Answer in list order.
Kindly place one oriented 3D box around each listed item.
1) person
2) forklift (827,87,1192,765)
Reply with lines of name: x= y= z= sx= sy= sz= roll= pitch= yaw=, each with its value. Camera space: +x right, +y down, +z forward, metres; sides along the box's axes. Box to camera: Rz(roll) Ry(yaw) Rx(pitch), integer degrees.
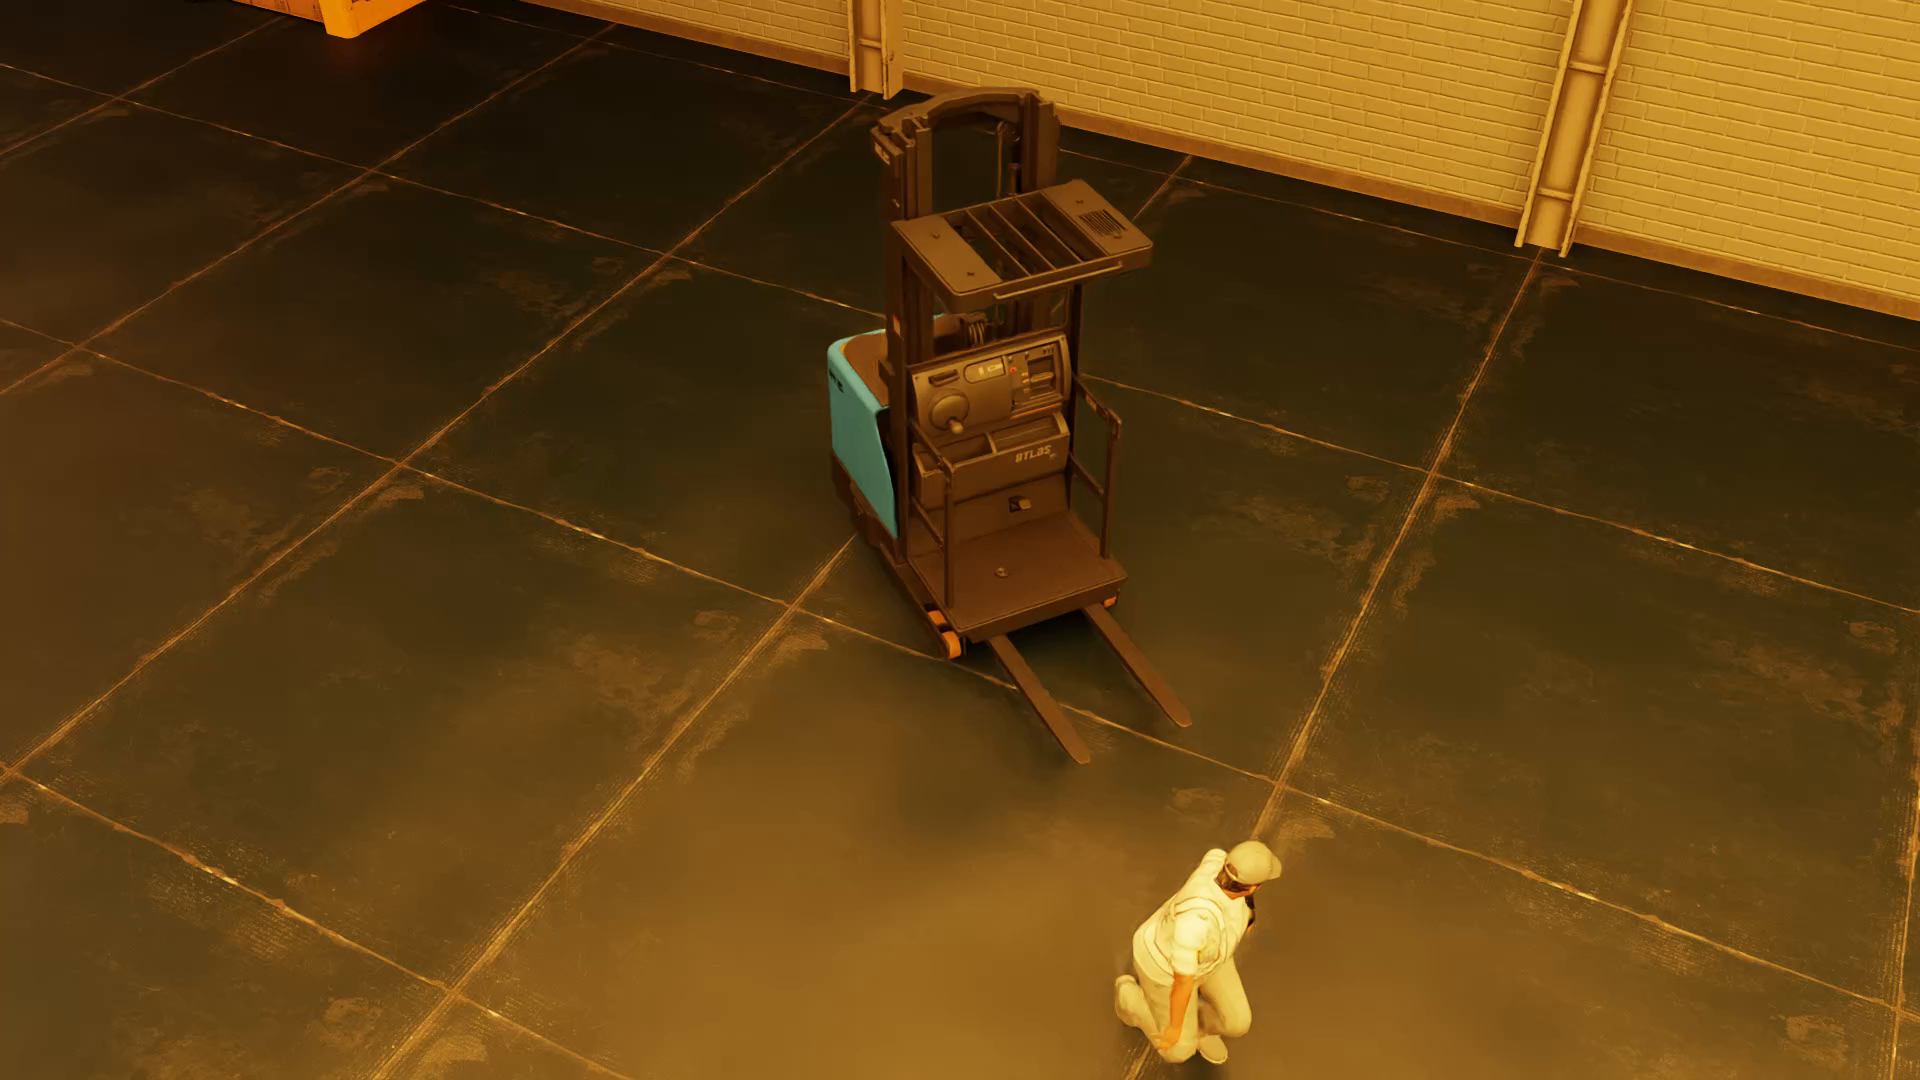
person: x=0.974 y=1.742 z=7.085 sx=0.757 sy=1.456 sz=0.622 roll=-32 pitch=50 yaw=-32
forklift: x=0.272 y=-0.767 z=8.898 sx=1.130 sy=2.935 sz=3.031 roll=-17 pitch=43 yaw=-19
